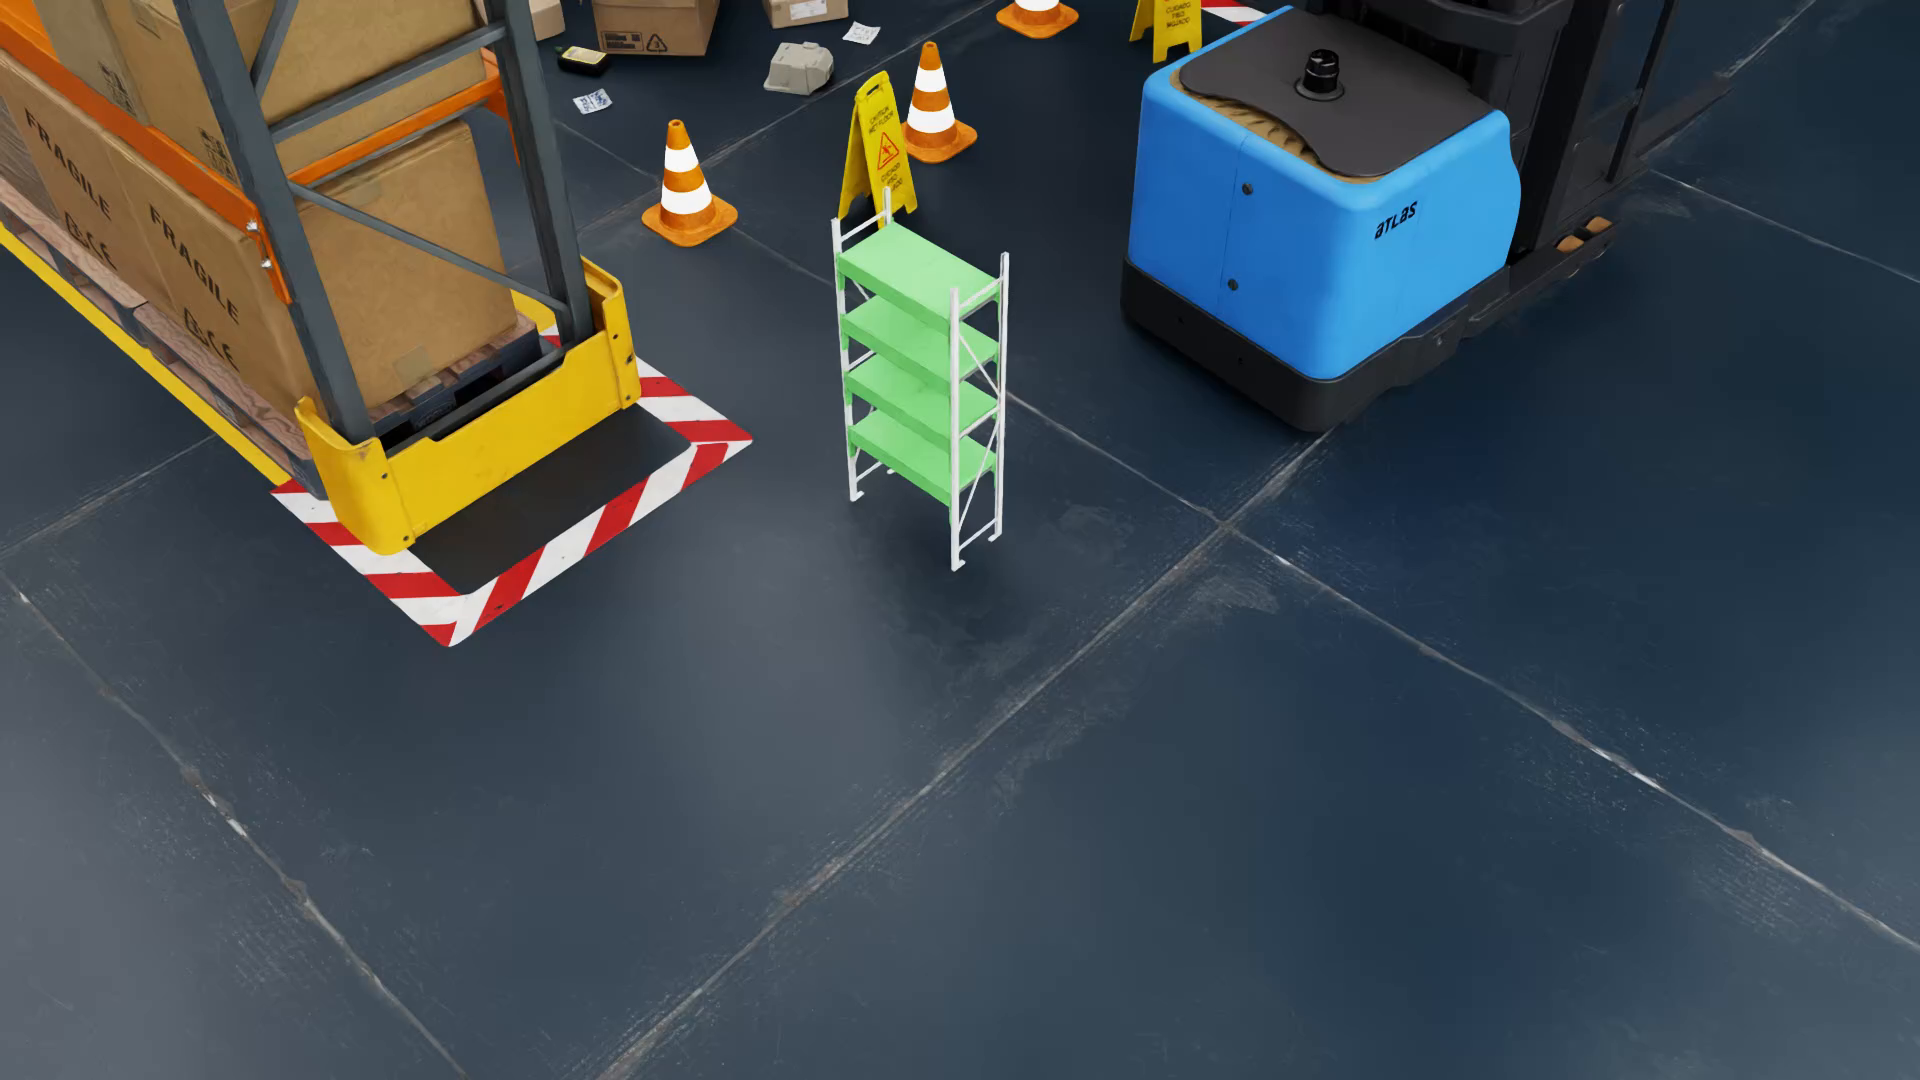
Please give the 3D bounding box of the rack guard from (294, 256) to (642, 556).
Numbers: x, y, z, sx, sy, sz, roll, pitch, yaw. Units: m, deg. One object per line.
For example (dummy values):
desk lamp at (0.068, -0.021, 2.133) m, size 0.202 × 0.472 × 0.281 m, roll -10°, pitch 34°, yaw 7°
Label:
rack guard at (-1.695, -0.496, 5.873) m, size 0.348 × 0.500 × 1.175 m, roll 34°, pitch 55°, yaw 28°

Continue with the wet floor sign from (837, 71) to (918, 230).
wet floor sign at (-0.349, -1.604, 6.813) m, size 0.232 × 0.644 × 0.267 m, roll 25°, pitch 52°, yaw 22°

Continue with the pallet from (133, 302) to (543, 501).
pallet at (-2.354, -0.762, 6.321) m, size 1.213 × 0.211 × 1.003 m, roll 34°, pitch 55°, yaw 28°

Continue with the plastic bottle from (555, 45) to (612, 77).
plastic bottle at (-1.798, -2.262, 7.832) m, size 0.283 × 0.061 × 0.133 m, roll 17°, pitch 49°, yaw 15°

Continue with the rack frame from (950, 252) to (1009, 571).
rack frame at (0.058, -0.372, 5.276) m, size 0.015 × 1.200 × 0.240 m, roll 34°, pitch 55°, yaw 28°

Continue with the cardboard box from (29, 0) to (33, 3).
cardboard box at (-2.762, -2.178, 5.635) m, size 0.550 × 0.550 × 0.875 m, roll 34°, pitch 55°, yaw 28°

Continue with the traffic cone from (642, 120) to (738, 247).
traffic cone at (-1.140, -1.518, 6.858) m, size 0.334 × 0.463 × 0.336 m, roll 34°, pitch 55°, yaw 28°

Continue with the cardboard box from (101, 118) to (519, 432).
cardboard box at (-2.256, -1.080, 5.876) m, size 0.875 × 0.875 × 0.875 m, roll 34°, pitch 56°, yaw 28°

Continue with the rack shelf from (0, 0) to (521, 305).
rack shelf at (-3.183, -2.106, 6.163) m, size 4.000 × 0.370 × 1.077 m, roll 34°, pitch 55°, yaw 28°

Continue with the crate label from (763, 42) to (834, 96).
crate label at (-0.744, -2.200, 7.721) m, size 0.298 × 0.136 × 0.250 m, roll 9°, pitch 48°, yaw 9°

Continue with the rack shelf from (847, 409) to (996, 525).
rack shelf at (-0.122, -0.285, 5.611) m, size 0.480 × 0.148 × 0.258 m, roll 34°, pitch 55°, yaw 28°

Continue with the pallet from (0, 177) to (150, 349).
pallet at (-3.246, -1.366, 6.888) m, size 1.213 × 0.211 × 1.003 m, roll 34°, pitch 55°, yaw 28°

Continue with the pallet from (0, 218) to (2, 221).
pallet at (-4.147, -1.969, 7.454) m, size 1.213 × 0.211 × 1.003 m, roll 34°, pitch 55°, yaw 28°

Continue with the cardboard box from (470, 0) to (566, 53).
cardboard box at (-2.140, -2.542, 7.955) m, size 0.396 × 0.266 × 0.258 m, roll -29°, pitch 53°, yaw -25°

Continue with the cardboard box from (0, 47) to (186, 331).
cardboard box at (-2.904, -1.514, 6.283) m, size 0.875 × 0.875 × 0.875 m, roll 33°, pitch 55°, yaw 27°

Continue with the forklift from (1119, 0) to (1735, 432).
forklift at (2.065, -2.327, 5.924) m, size 3.031 × 2.935 × 1.130 m, roll -33°, pitch 55°, yaw -27°

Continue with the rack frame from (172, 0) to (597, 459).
rack frame at (-1.713, -1.364, 4.973) m, size 0.127 × 3.000 × 1.000 m, roll 34°, pitch 55°, yaw 28°

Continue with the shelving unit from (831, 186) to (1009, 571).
shelving unit at (-0.122, -0.493, 5.389) m, size 0.503 × 1.200 × 0.258 m, roll 34°, pitch 55°, yaw 28°

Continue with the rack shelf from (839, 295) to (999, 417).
rack shelf at (-0.122, -0.613, 5.261) m, size 0.480 × 0.148 × 0.258 m, roll 34°, pitch 55°, yaw 28°

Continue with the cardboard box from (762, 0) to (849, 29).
cardboard box at (-0.763, -2.655, 8.141) m, size 0.380 × 0.149 × 0.250 m, roll -13°, pitch 48°, yaw -12°

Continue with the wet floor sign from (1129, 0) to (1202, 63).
wet floor sign at (0.984, -2.592, 7.741) m, size 0.267 × 0.644 × 0.232 m, roll -21°, pitch 50°, yaw -18°

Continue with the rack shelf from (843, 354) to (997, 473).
rack shelf at (-0.122, -0.449, 5.436) m, size 0.480 × 0.148 × 0.258 m, roll 34°, pitch 55°, yaw 28°

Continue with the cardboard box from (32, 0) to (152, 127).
cardboard box at (-2.435, -1.834, 5.312) m, size 0.550 × 0.550 × 0.875 m, roll 34°, pitch 55°, yaw 28°

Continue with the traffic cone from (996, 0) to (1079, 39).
traffic cone at (0.379, -2.718, 7.985) m, size 0.334 × 0.463 × 0.336 m, roll 34°, pitch 55°, yaw 28°

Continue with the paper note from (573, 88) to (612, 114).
paper note at (-1.683, -2.011, 7.618) m, size 0.144 × 0.017 × 0.142 m, roll -21°, pitch 50°, yaw -18°

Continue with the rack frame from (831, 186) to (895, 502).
rack frame at (-0.301, -0.613, 5.503) m, size 0.015 × 1.200 × 0.240 m, roll 34°, pitch 55°, yaw 28°

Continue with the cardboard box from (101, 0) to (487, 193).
cardboard box at (-2.016, -1.574, 5.067) m, size 0.550 × 0.550 × 0.875 m, roll 34°, pitch 55°, yaw 28°

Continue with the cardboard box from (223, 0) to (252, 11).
cardboard box at (-1.959, -1.989, 4.716) m, size 0.550 × 0.550 × 0.875 m, roll 34°, pitch 55°, yaw 28°

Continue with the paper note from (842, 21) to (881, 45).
paper note at (-0.475, -2.450, 8.029) m, size 0.142 × 0.019 × 0.148 m, roll 17°, pitch 49°, yaw 15°

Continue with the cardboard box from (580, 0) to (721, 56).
cardboard box at (-1.438, -2.723, 7.962) m, size 0.637 × 0.503 × 0.797 m, roll 2°, pitch 47°, yaw 2°

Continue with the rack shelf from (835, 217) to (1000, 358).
rack shelf at (-0.122, -0.777, 5.086) m, size 0.480 × 0.148 × 0.258 m, roll 34°, pitch 55°, yaw 28°

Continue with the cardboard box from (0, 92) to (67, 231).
cardboard box at (-3.573, -1.966, 6.707) m, size 0.875 × 0.875 × 0.875 m, roll 34°, pitch 56°, yaw 28°

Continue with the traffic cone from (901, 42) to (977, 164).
traffic cone at (-0.124, -1.956, 7.269) m, size 0.334 × 0.463 × 0.336 m, roll 34°, pitch 55°, yaw 28°
